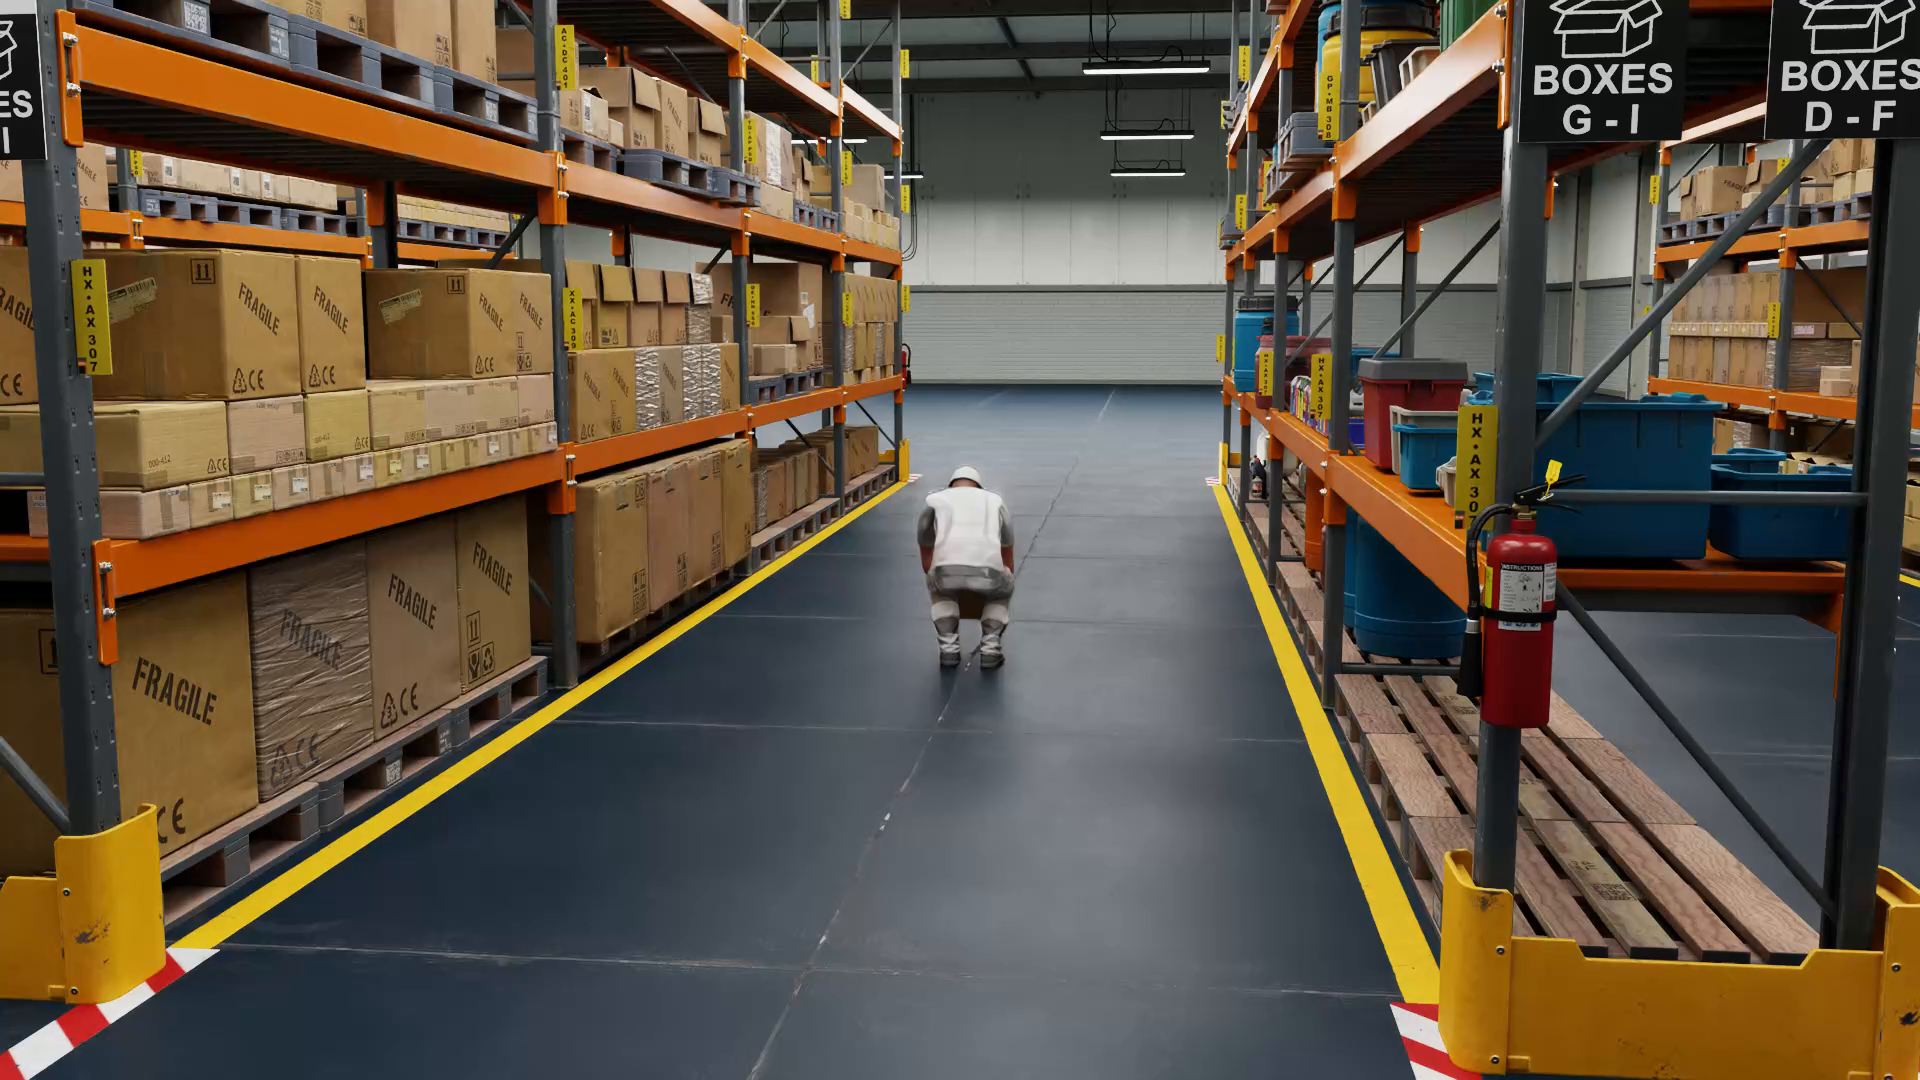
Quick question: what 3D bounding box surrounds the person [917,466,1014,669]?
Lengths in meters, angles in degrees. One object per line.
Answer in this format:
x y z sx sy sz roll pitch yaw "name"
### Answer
0.026 0.153 9.635 0.581 1.115 0.856 1 8 6 "person"
